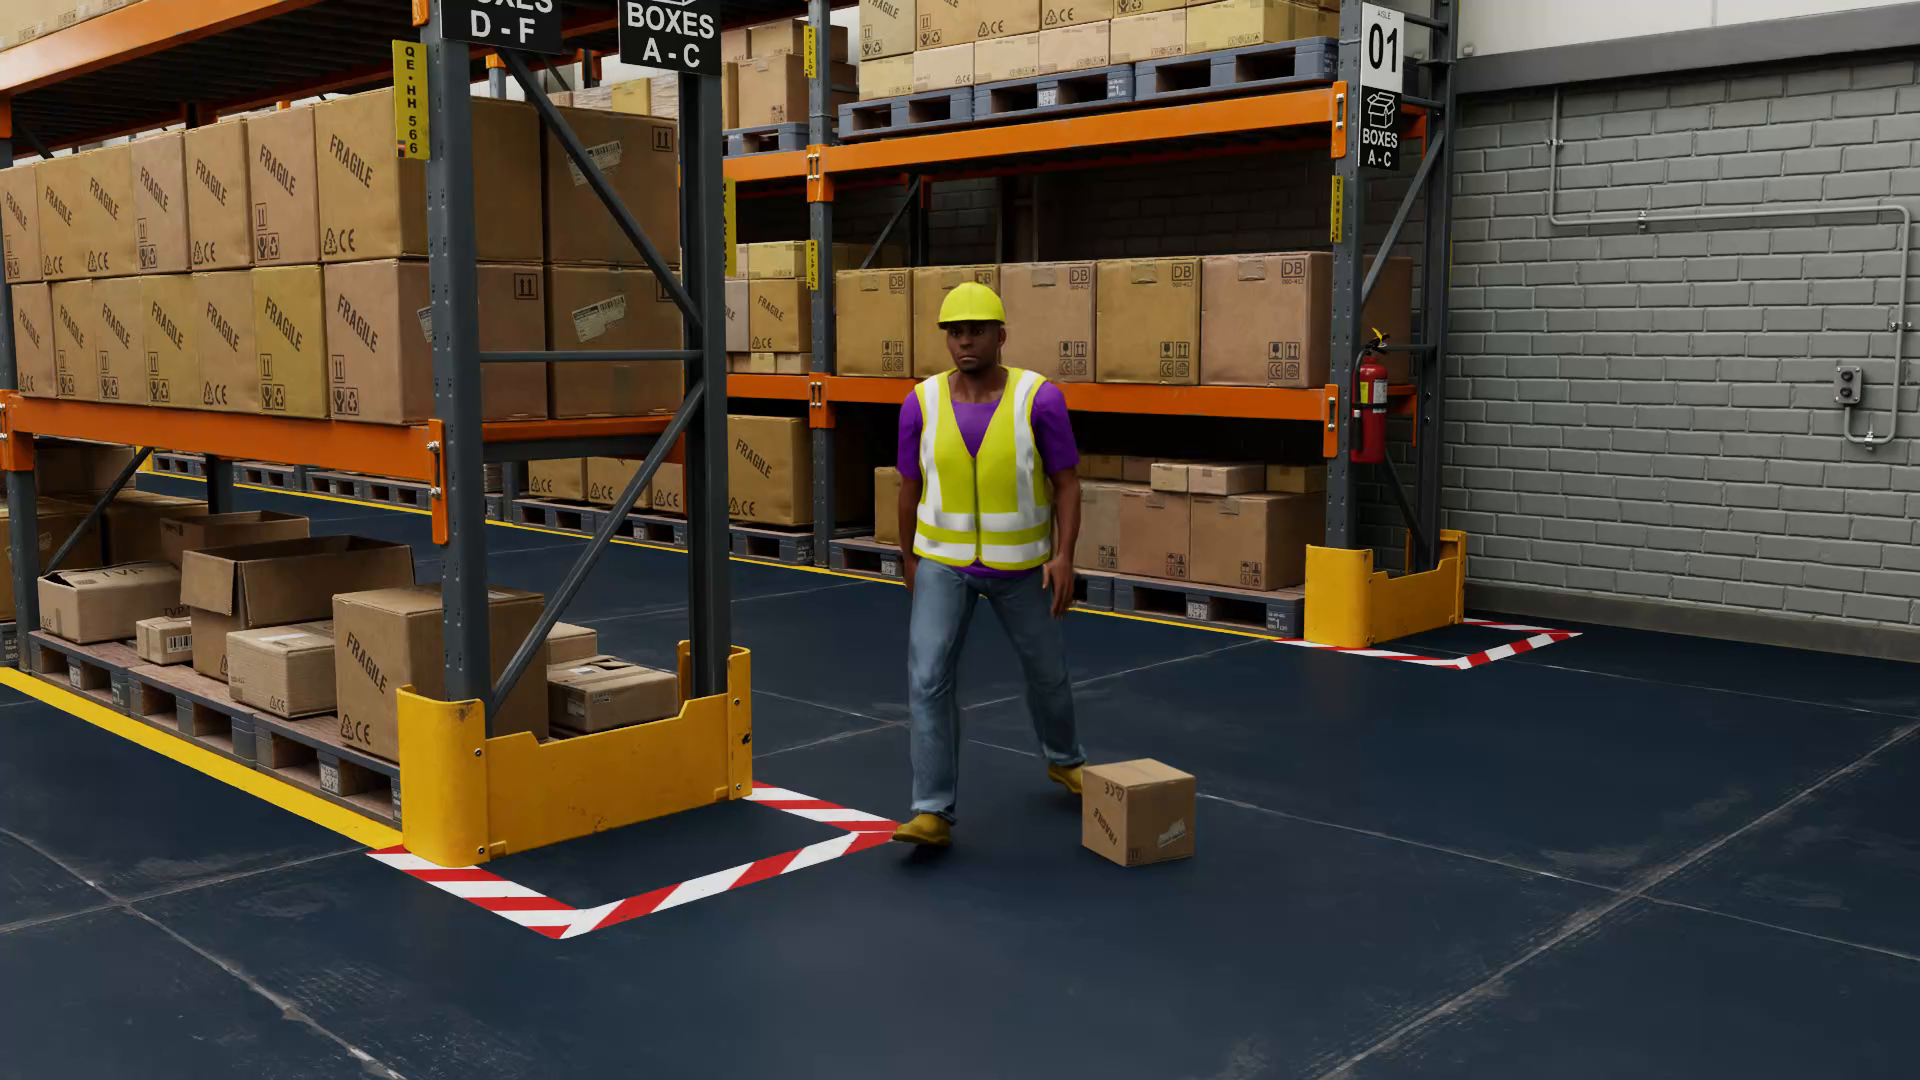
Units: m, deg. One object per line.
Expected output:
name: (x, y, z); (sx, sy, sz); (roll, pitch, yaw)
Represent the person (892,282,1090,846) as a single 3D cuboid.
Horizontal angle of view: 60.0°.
person: (0.147, 0.071, 5.234); (0.701, 1.742, 0.862); (0, 7, 4)
